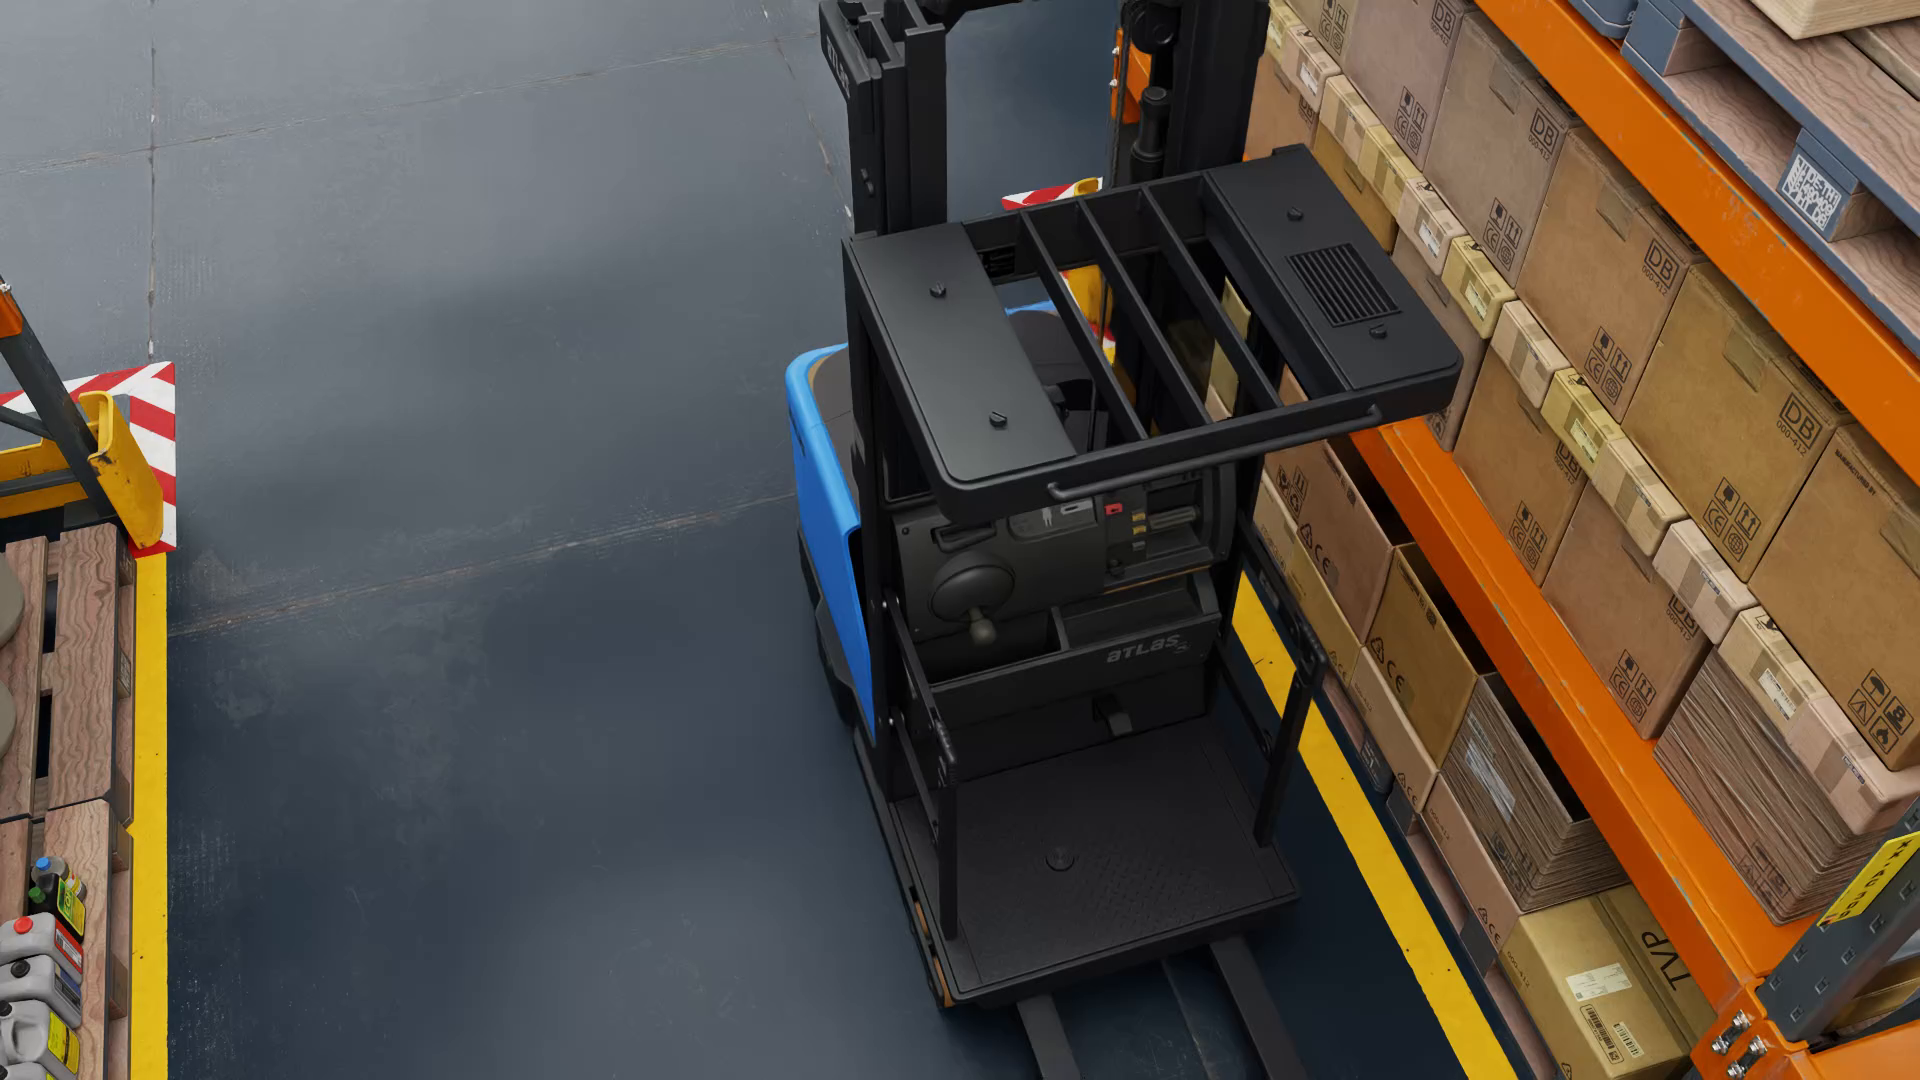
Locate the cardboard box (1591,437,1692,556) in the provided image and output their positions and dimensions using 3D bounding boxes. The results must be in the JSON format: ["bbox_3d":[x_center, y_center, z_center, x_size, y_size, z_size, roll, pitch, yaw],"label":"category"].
[{"bbox_3d":[1.735,-0.138,3.915,0.380,0.149,0.250,-13,51,-11],"label":"cardboard box"}]

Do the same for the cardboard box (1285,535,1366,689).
[{"bbox_3d":[1.455,0.184,5.657,0.500,0.250,0.500,-13,51,-11],"label":"cardboard box"}]

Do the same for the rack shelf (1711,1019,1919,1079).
[{"bbox_3d":[2.841,2.509,2.643,1.077,0.370,4.000,-13,51,-11],"label":"rack shelf"}]

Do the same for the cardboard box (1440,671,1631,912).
[{"bbox_3d":[1.767,0.669,4.758,0.500,0.500,0.500,-13,51,-11],"label":"cardboard box"}]

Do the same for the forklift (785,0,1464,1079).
[{"bbox_3d":[0.356,0.114,4.237,1.130,2.935,3.031,-14,51,-11],"label":"forklift"}]

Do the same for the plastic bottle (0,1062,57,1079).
[{"bbox_3d":[-2.507,1.514,4.457,0.144,0.351,0.185,-14,51,-11],"label":"plastic bottle"}]

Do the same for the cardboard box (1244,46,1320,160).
[{"bbox_3d":[1.353,-1.411,5.412,0.700,0.500,0.500,-12,51,-10],"label":"cardboard box"}]

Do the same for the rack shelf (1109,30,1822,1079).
[{"bbox_3d":[1.658,-0.412,5.106,1.077,0.370,4.000,-13,51,-11],"label":"rack shelf"}]

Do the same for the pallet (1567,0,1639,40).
[{"bbox_3d":[1.616,-1.628,3.757,1.003,0.211,1.213,-13,51,-11],"label":"pallet"}]

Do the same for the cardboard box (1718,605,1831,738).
[{"bbox_3d":[1.894,0.244,3.593,0.380,0.149,0.250,-14,51,-12],"label":"cardboard box"}]

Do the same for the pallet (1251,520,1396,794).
[{"bbox_3d":[1.690,0.232,5.916,1.003,0.211,1.213,-13,51,-11],"label":"pallet"}]

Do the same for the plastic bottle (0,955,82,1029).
[{"bbox_3d":[-2.615,1.282,4.701,0.152,0.276,0.135,-15,51,-12],"label":"plastic bottle"}]

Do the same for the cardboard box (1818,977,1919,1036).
[{"bbox_3d":[2.402,1.160,4.834,0.500,0.250,0.500,-13,51,-11],"label":"cardboard box"}]

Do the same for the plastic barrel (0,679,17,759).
[{"bbox_3d":[-3.250,0.508,5.212,0.421,0.512,0.421,0,50,0],"label":"plastic barrel"}]

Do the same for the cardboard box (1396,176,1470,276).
[{"bbox_3d":[1.431,-0.888,4.547,0.380,0.149,0.250,-13,51,-11],"label":"cardboard box"}]

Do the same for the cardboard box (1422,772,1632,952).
[{"bbox_3d":[1.766,0.911,5.044,0.500,0.250,0.500,-13,51,-11],"label":"cardboard box"}]

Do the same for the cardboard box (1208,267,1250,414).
[{"bbox_3d":[1.163,-0.789,5.987,0.500,0.500,0.500,-13,51,-11],"label":"cardboard box"}]

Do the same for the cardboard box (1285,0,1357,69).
[{"bbox_3d":[1.369,-1.790,4.883,0.700,0.500,0.500,-15,51,-12],"label":"cardboard box"}]

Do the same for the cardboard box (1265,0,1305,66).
[{"bbox_3d":[1.130,-1.636,5.178,0.380,0.149,0.250,-13,51,-11],"label":"cardboard box"}]

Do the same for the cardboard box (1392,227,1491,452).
[{"bbox_3d":[1.653,-0.663,4.782,0.700,0.500,0.500,-12,51,-10],"label":"cardboard box"}]

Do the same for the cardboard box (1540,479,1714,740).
[{"bbox_3d":[1.951,0.078,4.157,0.700,0.500,0.500,-14,51,-11],"label":"cardboard box"}]

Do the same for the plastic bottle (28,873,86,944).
[{"bbox_3d":[-2.652,1.069,4.875,0.061,0.283,0.133,-12,51,-10],"label":"plastic bottle"}]

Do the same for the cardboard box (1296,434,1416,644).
[{"bbox_3d":[1.454,-0.058,5.370,0.500,0.500,0.500,-13,51,-11],"label":"cardboard box"}]

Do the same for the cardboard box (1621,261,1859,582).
[{"bbox_3d":[1.962,-0.325,3.649,0.700,0.500,0.500,-13,51,-11],"label":"cardboard box"}]

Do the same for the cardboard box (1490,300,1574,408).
[{"bbox_3d":[1.591,-0.503,4.222,0.380,0.149,0.250,-12,51,-10],"label":"cardboard box"}]

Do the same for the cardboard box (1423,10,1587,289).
[{"bbox_3d":[1.667,-1.056,4.265,0.700,0.500,0.500,-13,51,-11],"label":"cardboard box"}]

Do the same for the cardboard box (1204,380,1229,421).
[{"bbox_3d":[1.164,-0.548,6.274,0.500,0.250,0.500,-13,51,-11],"label":"cardboard box"}]

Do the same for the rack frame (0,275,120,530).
[{"bbox_3d":[-3.666,-0.988,5.121,1.000,3.000,0.127,-13,51,-11],"label":"rack frame"}]

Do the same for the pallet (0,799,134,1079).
[{"bbox_3d":[-3.006,1.440,4.898,1.003,0.211,1.213,-13,51,-11],"label":"pallet"}]

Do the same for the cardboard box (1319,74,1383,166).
[{"bbox_3d":[1.284,-1.257,4.858,0.380,0.149,0.250,-15,51,-12],"label":"cardboard box"}]

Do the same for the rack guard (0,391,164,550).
[{"bbox_3d":[-3.598,-0.137,6.039,1.175,0.500,0.348,-13,51,-11],"label":"rack guard"}]
